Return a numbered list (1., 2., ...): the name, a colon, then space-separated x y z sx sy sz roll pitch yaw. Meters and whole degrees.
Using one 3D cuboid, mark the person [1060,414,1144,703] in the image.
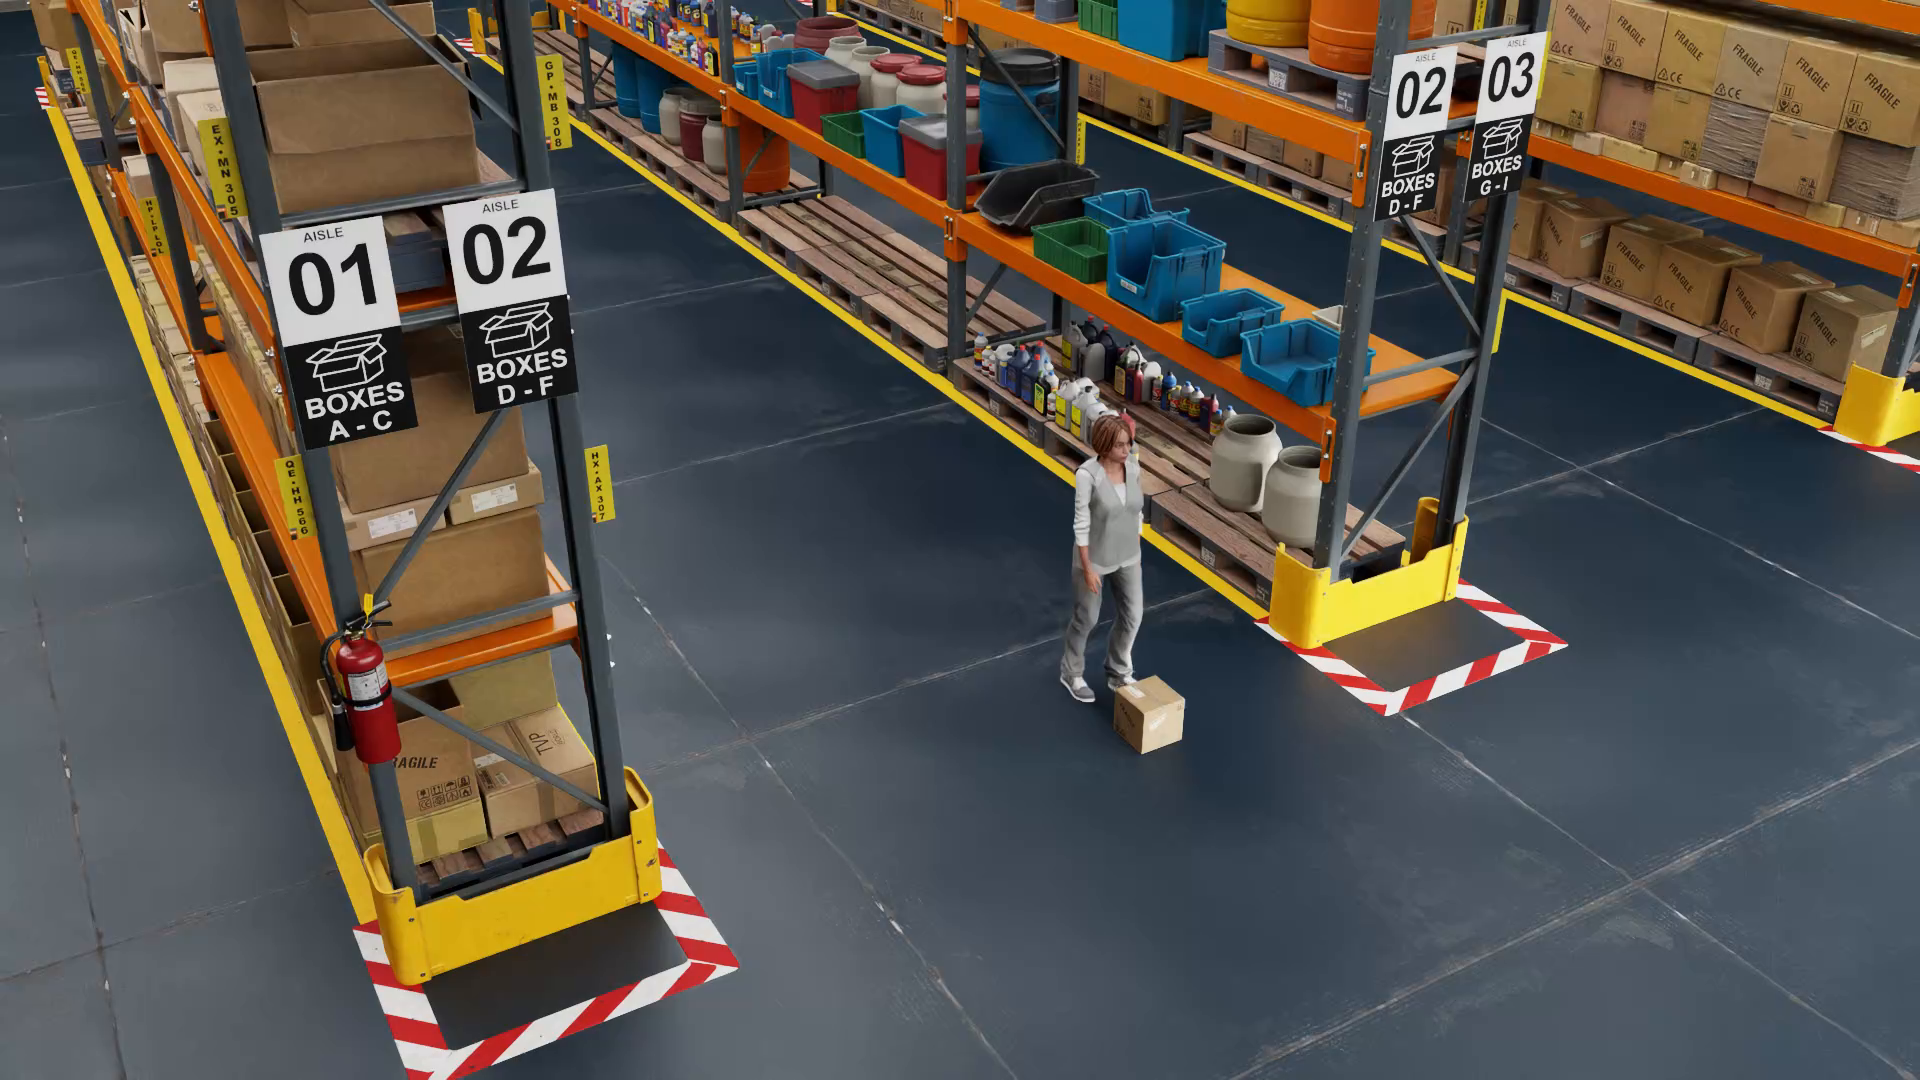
1. person: 0.753 0.111 8.378 0.411 1.601 0.448 -15 33 -25
